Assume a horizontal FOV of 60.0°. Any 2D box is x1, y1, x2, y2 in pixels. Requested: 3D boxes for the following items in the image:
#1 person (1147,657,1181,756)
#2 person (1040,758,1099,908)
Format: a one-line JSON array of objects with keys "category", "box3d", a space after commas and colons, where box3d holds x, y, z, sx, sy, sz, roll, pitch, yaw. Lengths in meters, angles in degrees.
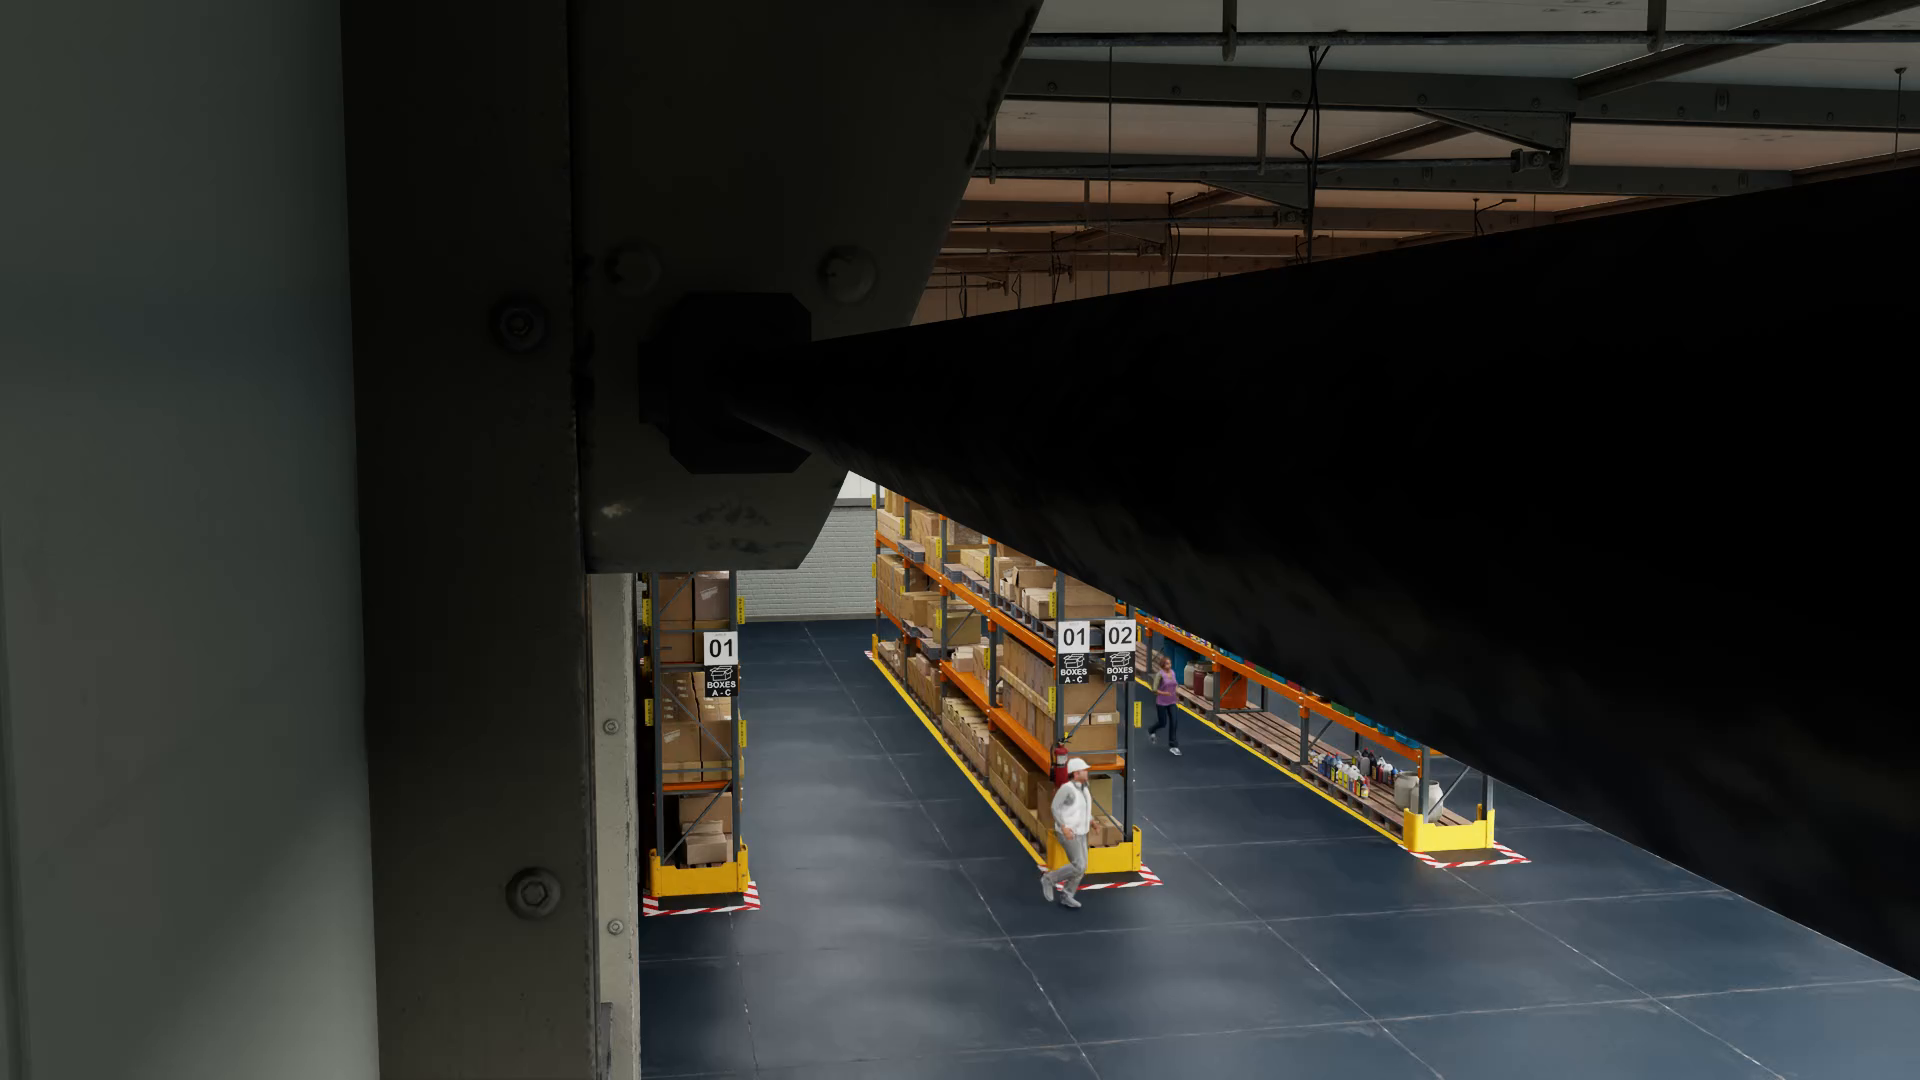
[{"category": "person", "box3d": [3.392, 2.712, 27.466, 0.540, 1.593, 0.872, -3, 7, -27]}, {"category": "person", "box3d": [1.337, 3.457, 19.772, 0.576, 1.710, 0.725, 3, 7, 29]}]
